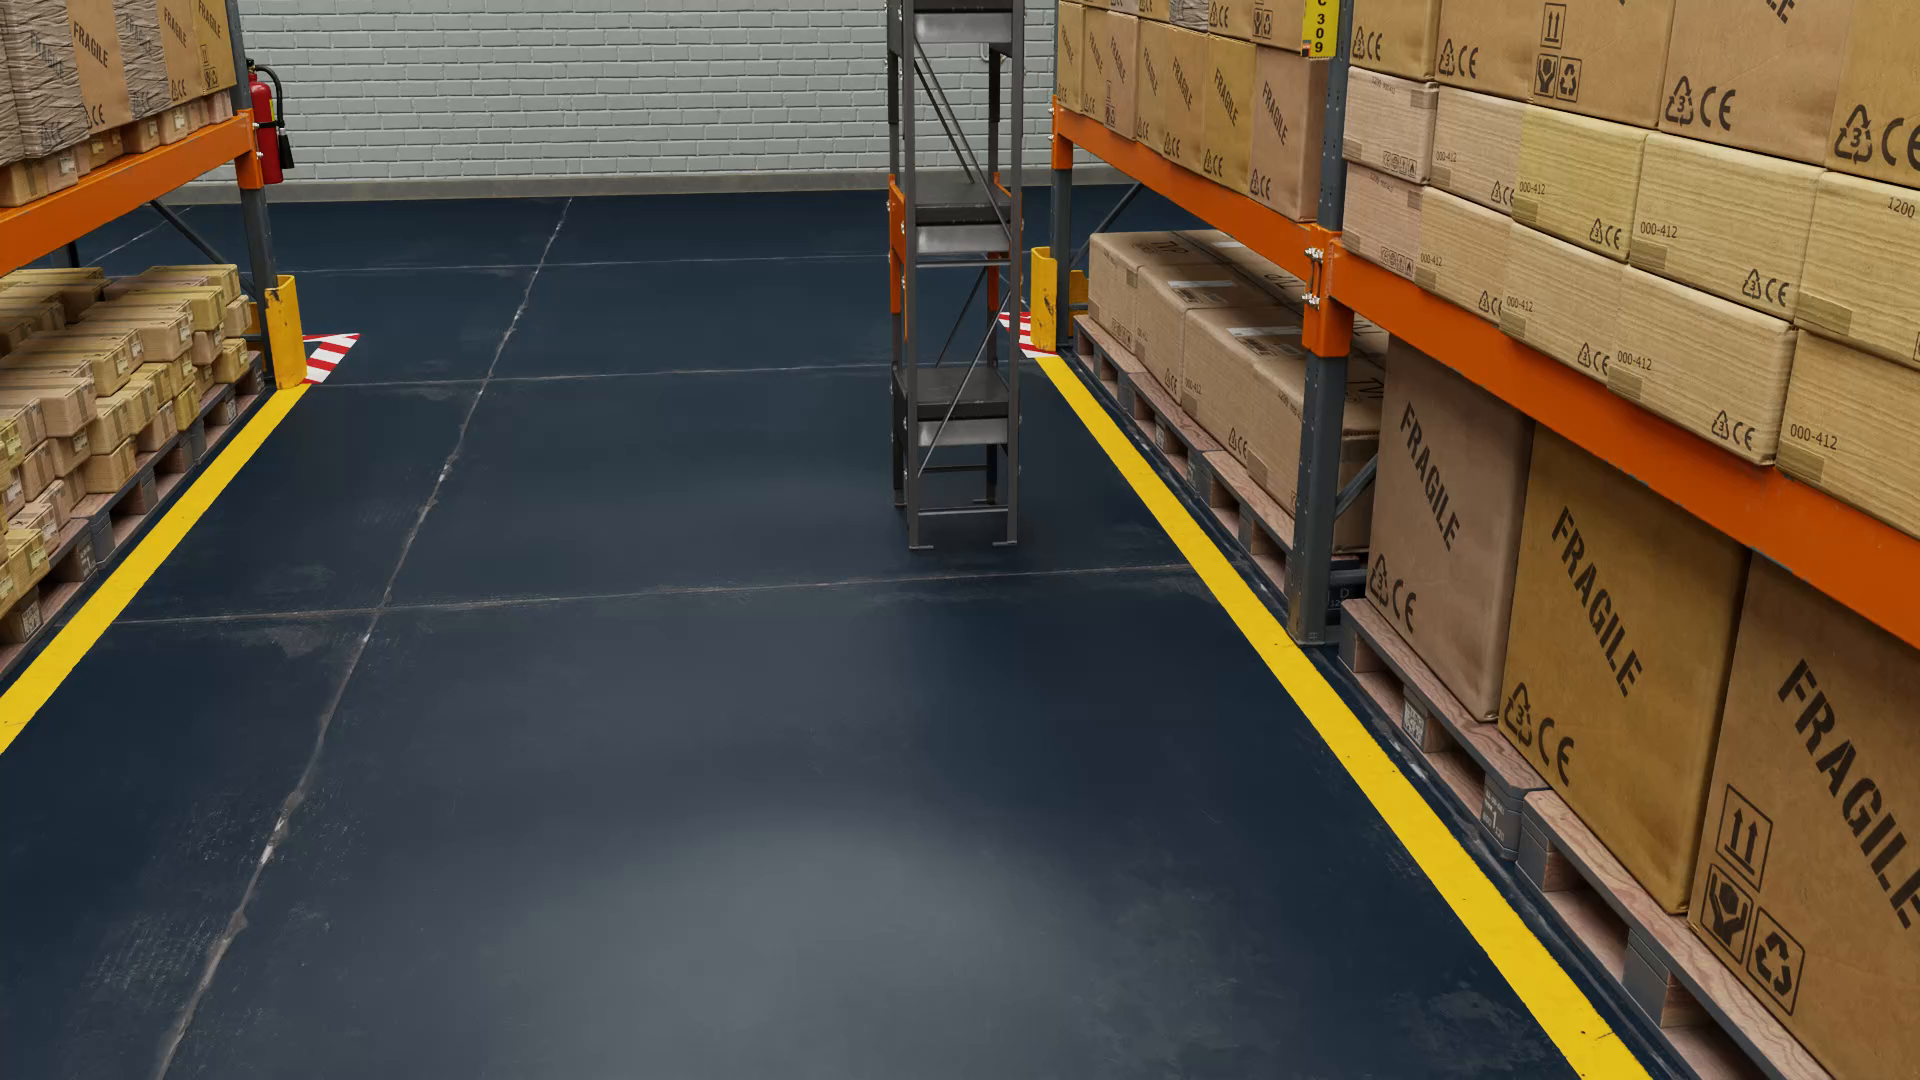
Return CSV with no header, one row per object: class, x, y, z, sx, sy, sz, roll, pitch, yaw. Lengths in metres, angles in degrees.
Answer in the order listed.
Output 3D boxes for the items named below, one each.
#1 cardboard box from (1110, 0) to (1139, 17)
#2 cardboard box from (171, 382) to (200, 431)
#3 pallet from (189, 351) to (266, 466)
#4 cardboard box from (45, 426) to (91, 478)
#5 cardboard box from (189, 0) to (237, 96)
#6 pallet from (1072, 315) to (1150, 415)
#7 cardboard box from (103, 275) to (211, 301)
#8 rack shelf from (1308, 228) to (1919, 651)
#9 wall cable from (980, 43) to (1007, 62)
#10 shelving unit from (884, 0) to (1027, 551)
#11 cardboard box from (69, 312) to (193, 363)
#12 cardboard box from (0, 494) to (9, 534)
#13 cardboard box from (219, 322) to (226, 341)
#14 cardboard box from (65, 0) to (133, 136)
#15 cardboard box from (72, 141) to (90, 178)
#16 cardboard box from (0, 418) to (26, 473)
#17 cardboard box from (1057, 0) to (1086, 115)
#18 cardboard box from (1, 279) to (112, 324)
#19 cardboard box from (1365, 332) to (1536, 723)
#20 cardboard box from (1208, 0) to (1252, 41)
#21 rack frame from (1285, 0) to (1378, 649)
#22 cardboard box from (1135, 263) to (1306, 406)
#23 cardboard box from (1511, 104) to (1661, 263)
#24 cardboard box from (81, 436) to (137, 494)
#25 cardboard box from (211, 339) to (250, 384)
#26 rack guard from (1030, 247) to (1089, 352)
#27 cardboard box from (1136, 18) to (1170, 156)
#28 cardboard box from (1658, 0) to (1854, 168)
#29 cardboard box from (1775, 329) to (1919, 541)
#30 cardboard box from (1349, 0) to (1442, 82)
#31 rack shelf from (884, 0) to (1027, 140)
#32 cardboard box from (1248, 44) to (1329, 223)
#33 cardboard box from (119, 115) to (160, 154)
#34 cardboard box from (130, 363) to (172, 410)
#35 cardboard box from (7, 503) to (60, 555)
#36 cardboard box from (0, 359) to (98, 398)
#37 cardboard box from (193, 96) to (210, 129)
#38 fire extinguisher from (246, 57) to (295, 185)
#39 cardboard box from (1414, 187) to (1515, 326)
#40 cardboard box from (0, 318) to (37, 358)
cardboard box,0.936,-2.470,6.970,0.500,0.500,0.500,-3,21,-8
cardboard box,-3.378,-0.547,6.868,0.380,0.149,0.250,-4,21,-10
pallet,-3.805,-0.591,7.498,1.003,0.211,1.213,-3,21,-8
cardboard box,-3.305,-0.320,5.835,0.380,0.149,0.250,-2,21,-5
cardboard box,-3.578,-2.251,7.387,0.500,0.500,0.500,-2,21,-7
pallet,1.179,-0.912,8.358,1.003,0.211,1.213,-3,21,-8
cardboard box,-3.591,-1.087,7.462,0.380,0.149,0.250,-3,21,-7
rack shelf,1.851,-0.077,3.164,1.077,0.370,4.000,-3,21,-8
wall cable,0.150,-4.933,13.641,0.585,1.953,0.123,-3,21,-8
shelving unit,-0.024,-1.041,6.002,0.431,2.100,0.503,-3,21,-8
cardboard box,-3.360,-0.820,6.749,0.380,0.149,0.250,-2,21,-6
cardboard box,-3.182,-0.047,5.105,0.380,0.149,0.250,-3,21,-7
cardboard box,-3.555,-0.946,7.511,0.380,0.149,0.250,-3,21,-9
cardboard box,-3.365,-1.724,5.976,0.500,0.500,0.500,-2,21,-5
cardboard box,-3.361,-1.363,5.938,0.380,0.149,0.250,-2,21,-6
cardboard box,-3.232,-0.275,5.290,0.380,0.149,0.250,-3,21,-9
cardboard box,0.771,-2.358,8.099,0.500,0.500,0.500,-3,21,-8
cardboard box,-4.000,-1.059,7.389,0.380,0.149,0.250,-3,21,-7
cardboard box,1.731,-0.098,4.627,0.875,0.875,0.875,-2,21,-6
cardboard box,1.156,-1.948,5.572,0.500,0.500,0.500,-3,21,-9
rack frame,1.562,-1.107,4.892,1.000,3.000,0.127,-3,21,-8
cardboard box,1.320,-0.948,7.530,0.875,0.438,0.875,-2,21,-6
cardboard box,1.496,-0.749,3.434,0.500,0.250,0.500,-3,21,-7
cardboard box,-3.283,-0.273,6.134,0.380,0.149,0.250,-3,21,-9
cardboard box,-3.478,-0.813,7.579,0.380,0.149,0.250,-2,21,-6
rack guard,0.982,-1.329,9.060,1.175,0.500,0.348,-3,21,-8
cardboard box,1.016,-1.835,6.698,0.500,0.500,0.500,-2,21,-6
cardboard box,1.593,-0.928,2.842,0.500,0.500,0.500,-3,21,-9
cardboard box,1.663,-0.165,2.585,0.500,0.250,0.500,-3,21,-8
cardboard box,1.341,-1.455,4.253,0.500,0.500,0.500,-3,21,-7
rack shelf,-0.024,-1.684,5.762,0.431,0.518,0.480,-3,21,-8
cardboard box,1.243,-1.301,5.270,0.500,0.500,0.500,-3,21,-7
cardboard box,-3.453,-1.637,6.671,0.380,0.149,0.250,-4,21,-10
cardboard box,-3.357,-0.591,6.561,0.380,0.149,0.250,-2,21,-5
cardboard box,-3.182,-0.001,5.407,0.380,0.149,0.250,-3,21,-8
cardboard box,-3.369,-0.547,6.017,0.380,0.149,0.250,-4,21,-10
cardboard box,-3.573,-1.903,7.383,0.380,0.149,0.250,-3,21,-8
fire extinguisher,-3.478,-2.107,8.213,0.296,0.674,0.183,-3,21,-8
cardboard box,1.441,-0.692,3.996,0.500,0.250,0.500,-3,21,-9
cardboard box,-3.942,-0.787,6.661,0.380,0.149,0.250,-2,21,-6
